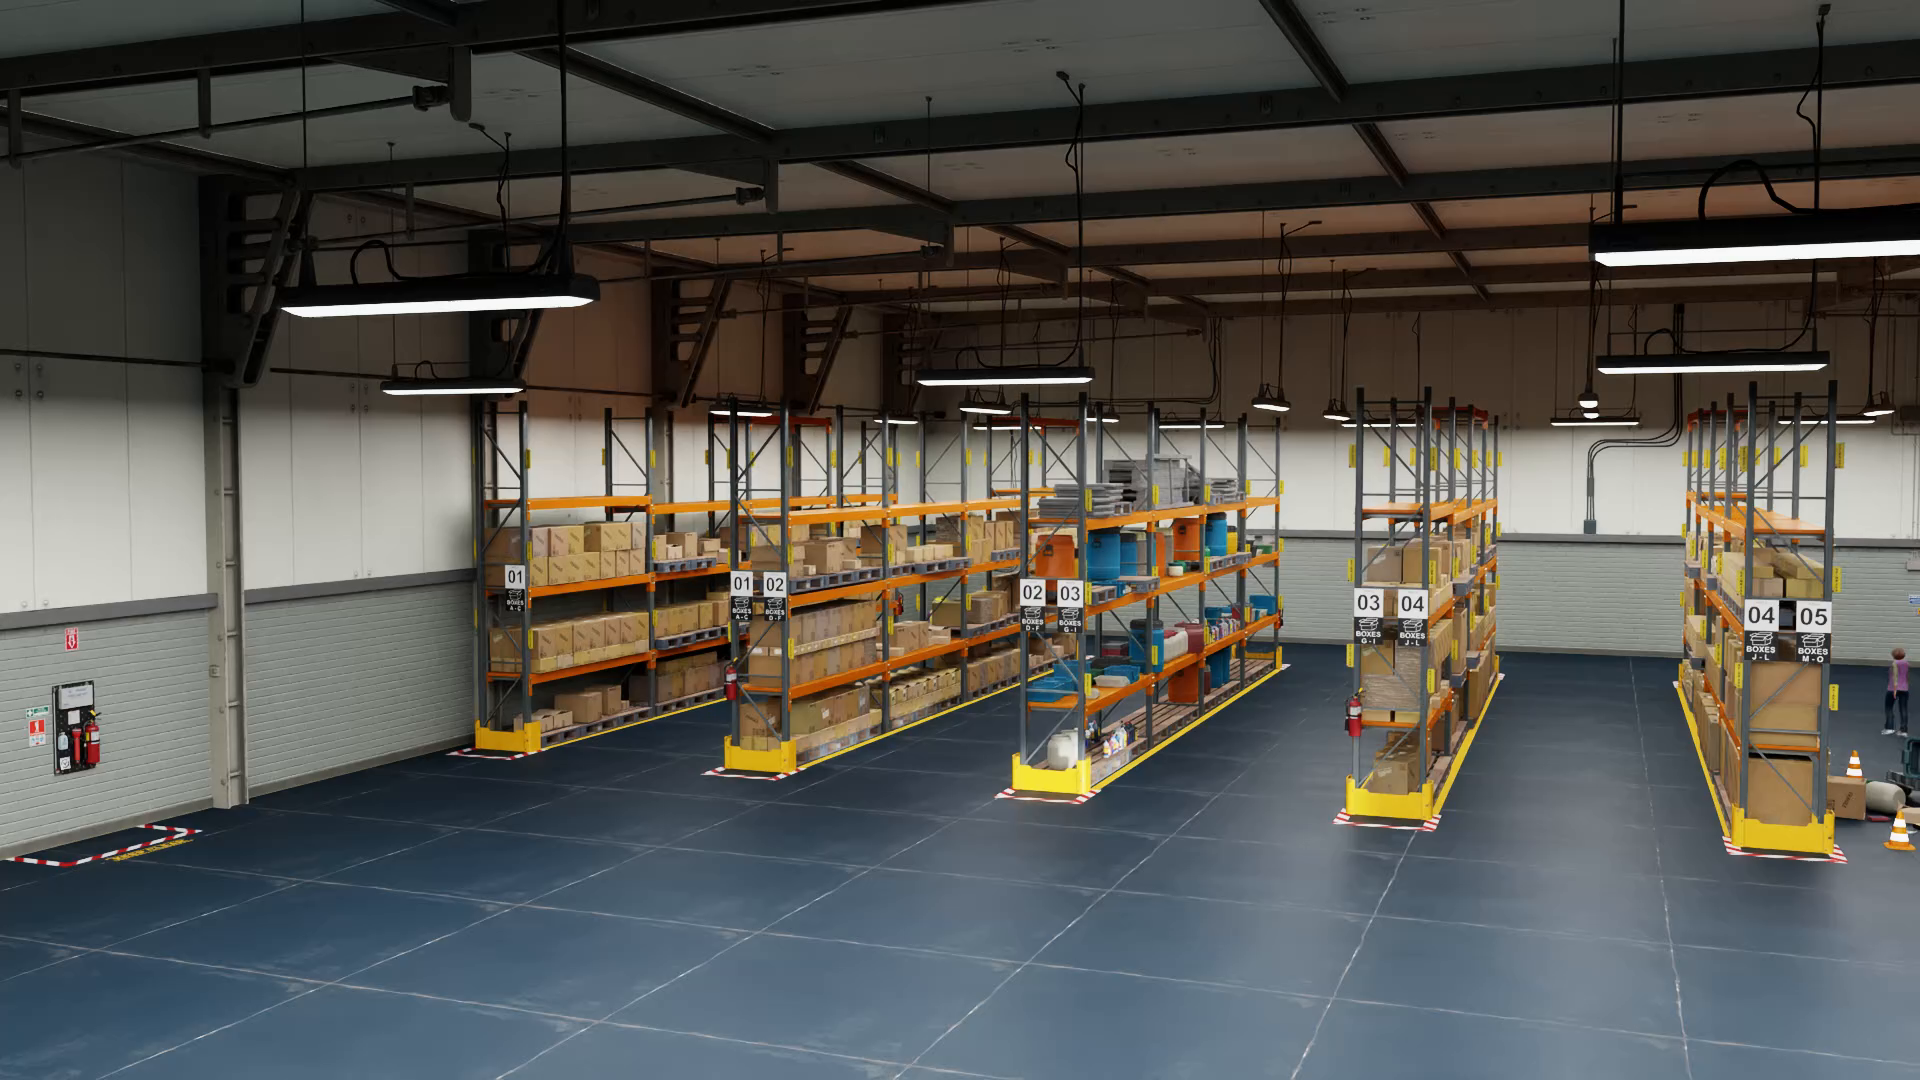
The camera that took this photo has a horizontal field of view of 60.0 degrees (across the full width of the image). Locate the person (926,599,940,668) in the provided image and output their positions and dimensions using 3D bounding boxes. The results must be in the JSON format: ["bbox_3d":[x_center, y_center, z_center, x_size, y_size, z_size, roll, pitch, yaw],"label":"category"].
[{"bbox_3d":[-0.579,2.232,38.950,0.589,1.704,1.077,1,3,24],"label":"person"}]

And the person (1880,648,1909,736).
[{"bbox_3d":[16.989,2.759,30.064,0.406,1.616,0.632,0,3,5],"label":"person"}]
